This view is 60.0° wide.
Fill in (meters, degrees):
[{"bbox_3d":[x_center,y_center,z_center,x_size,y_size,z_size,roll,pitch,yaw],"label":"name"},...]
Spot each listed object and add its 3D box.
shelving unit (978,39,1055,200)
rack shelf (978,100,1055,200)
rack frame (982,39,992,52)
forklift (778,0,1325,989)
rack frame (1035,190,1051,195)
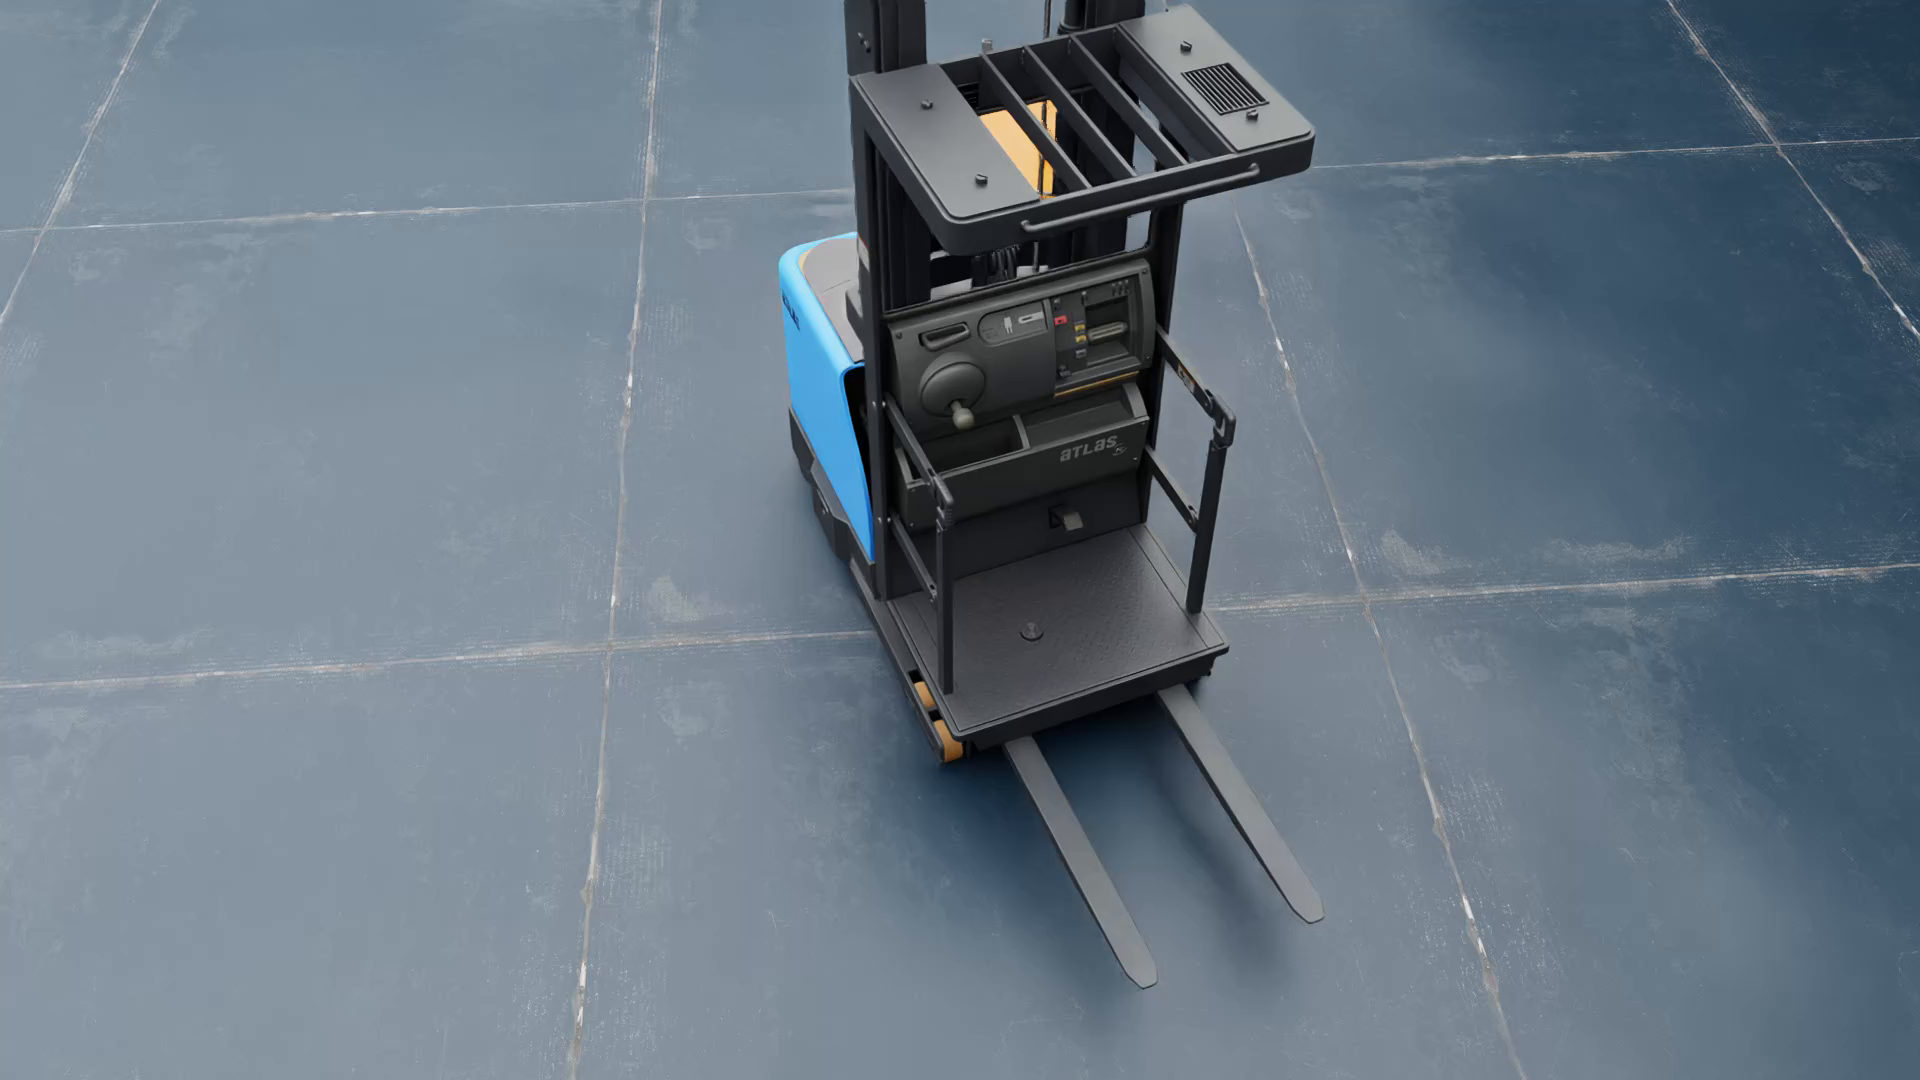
[{"bbox_3d":[0.275,-1.464,7.498,0.538,1.125,1.048,6,47,6],"label":"shelving unit"},{"bbox_3d":[0.275,-1.665,7.286,0.538,0.278,1.000,6,47,6],"label":"rack shelf"},{"bbox_3d":[0.347,-1.829,7.844,0.500,1.125,0.032,6,47,6],"label":"rack frame"},{"bbox_3d":[0.304,-0.548,5.387,1.130,2.935,3.031,-17,49,-15],"label":"forklift"},{"bbox_3d":[0.202,-1.099,7.152,0.500,1.125,0.032,6,47,6],"label":"rack frame"}]
